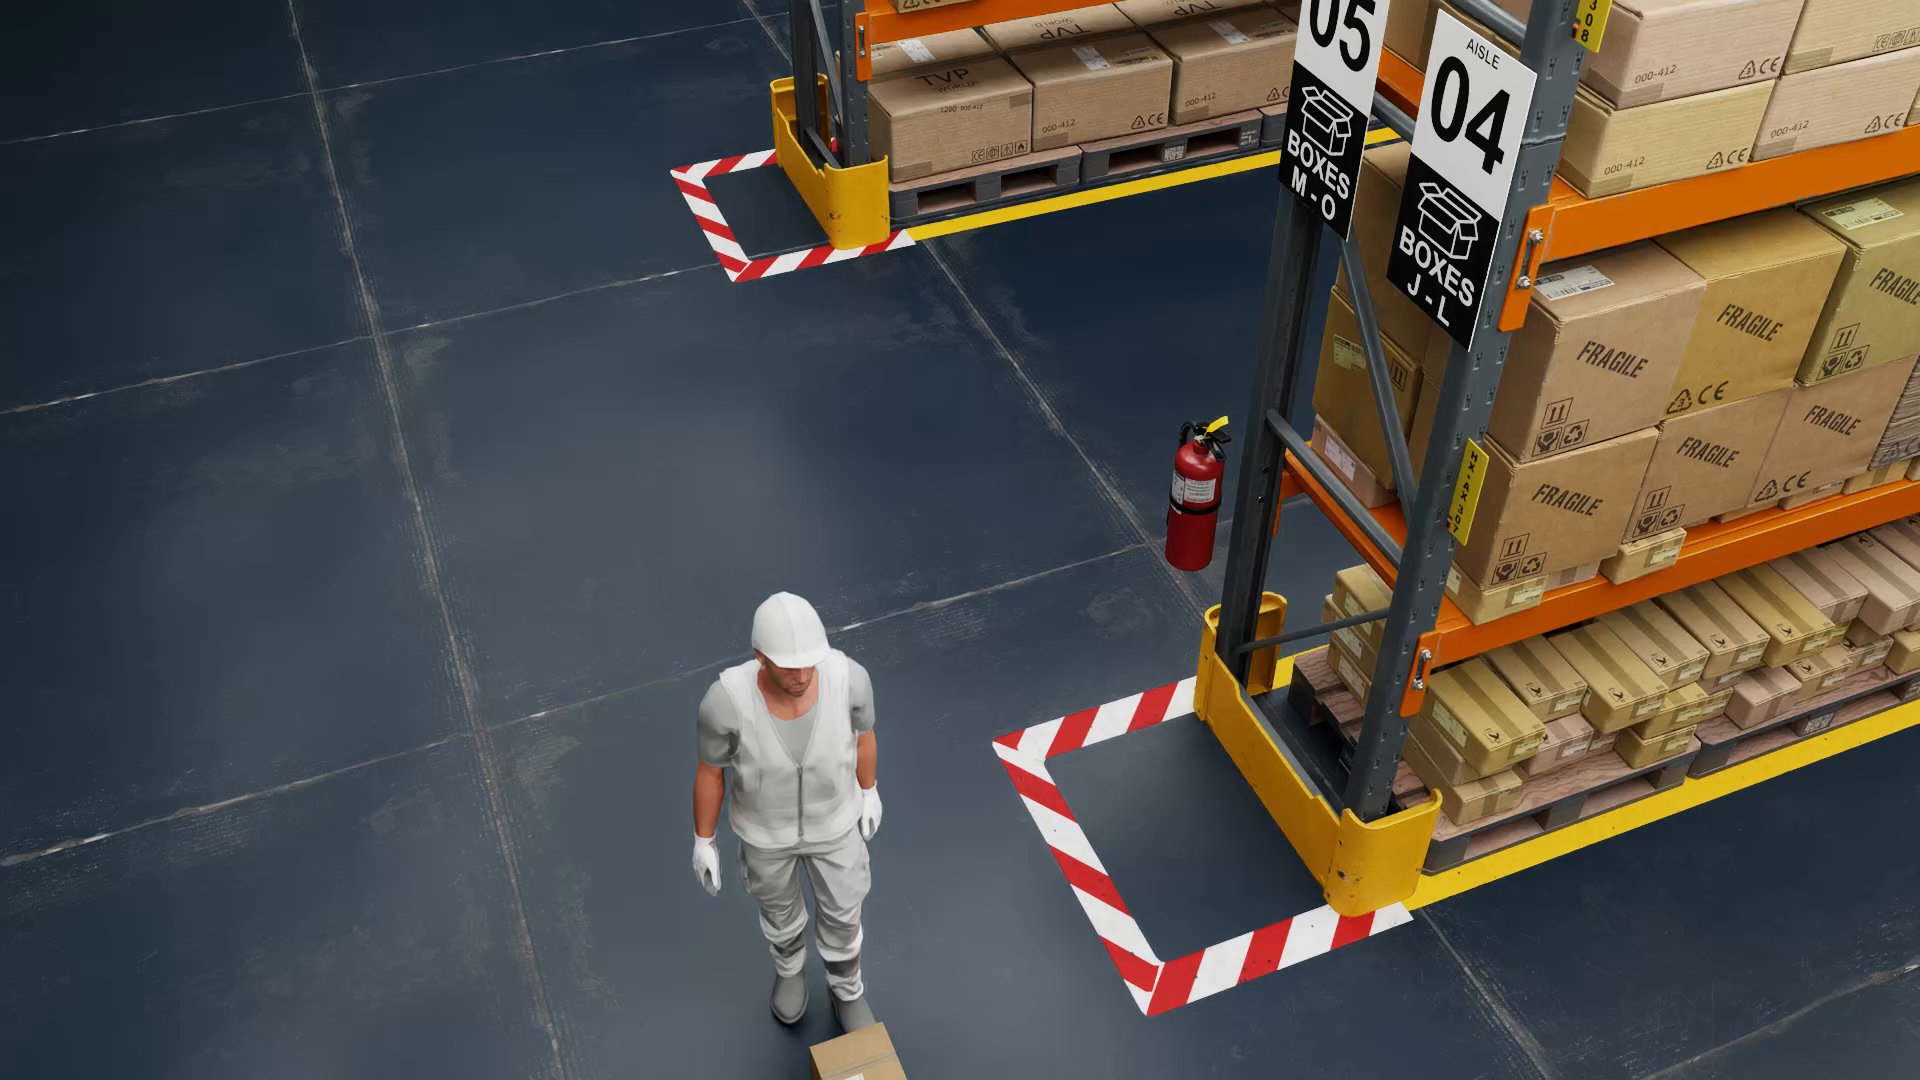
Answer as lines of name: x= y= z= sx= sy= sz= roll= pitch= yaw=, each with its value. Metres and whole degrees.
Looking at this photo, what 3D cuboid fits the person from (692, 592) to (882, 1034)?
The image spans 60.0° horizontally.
person: x=-0.523 y=0.918 z=5.116 sx=0.609 sy=1.834 sz=0.448 roll=-8 pitch=42 yaw=-9
